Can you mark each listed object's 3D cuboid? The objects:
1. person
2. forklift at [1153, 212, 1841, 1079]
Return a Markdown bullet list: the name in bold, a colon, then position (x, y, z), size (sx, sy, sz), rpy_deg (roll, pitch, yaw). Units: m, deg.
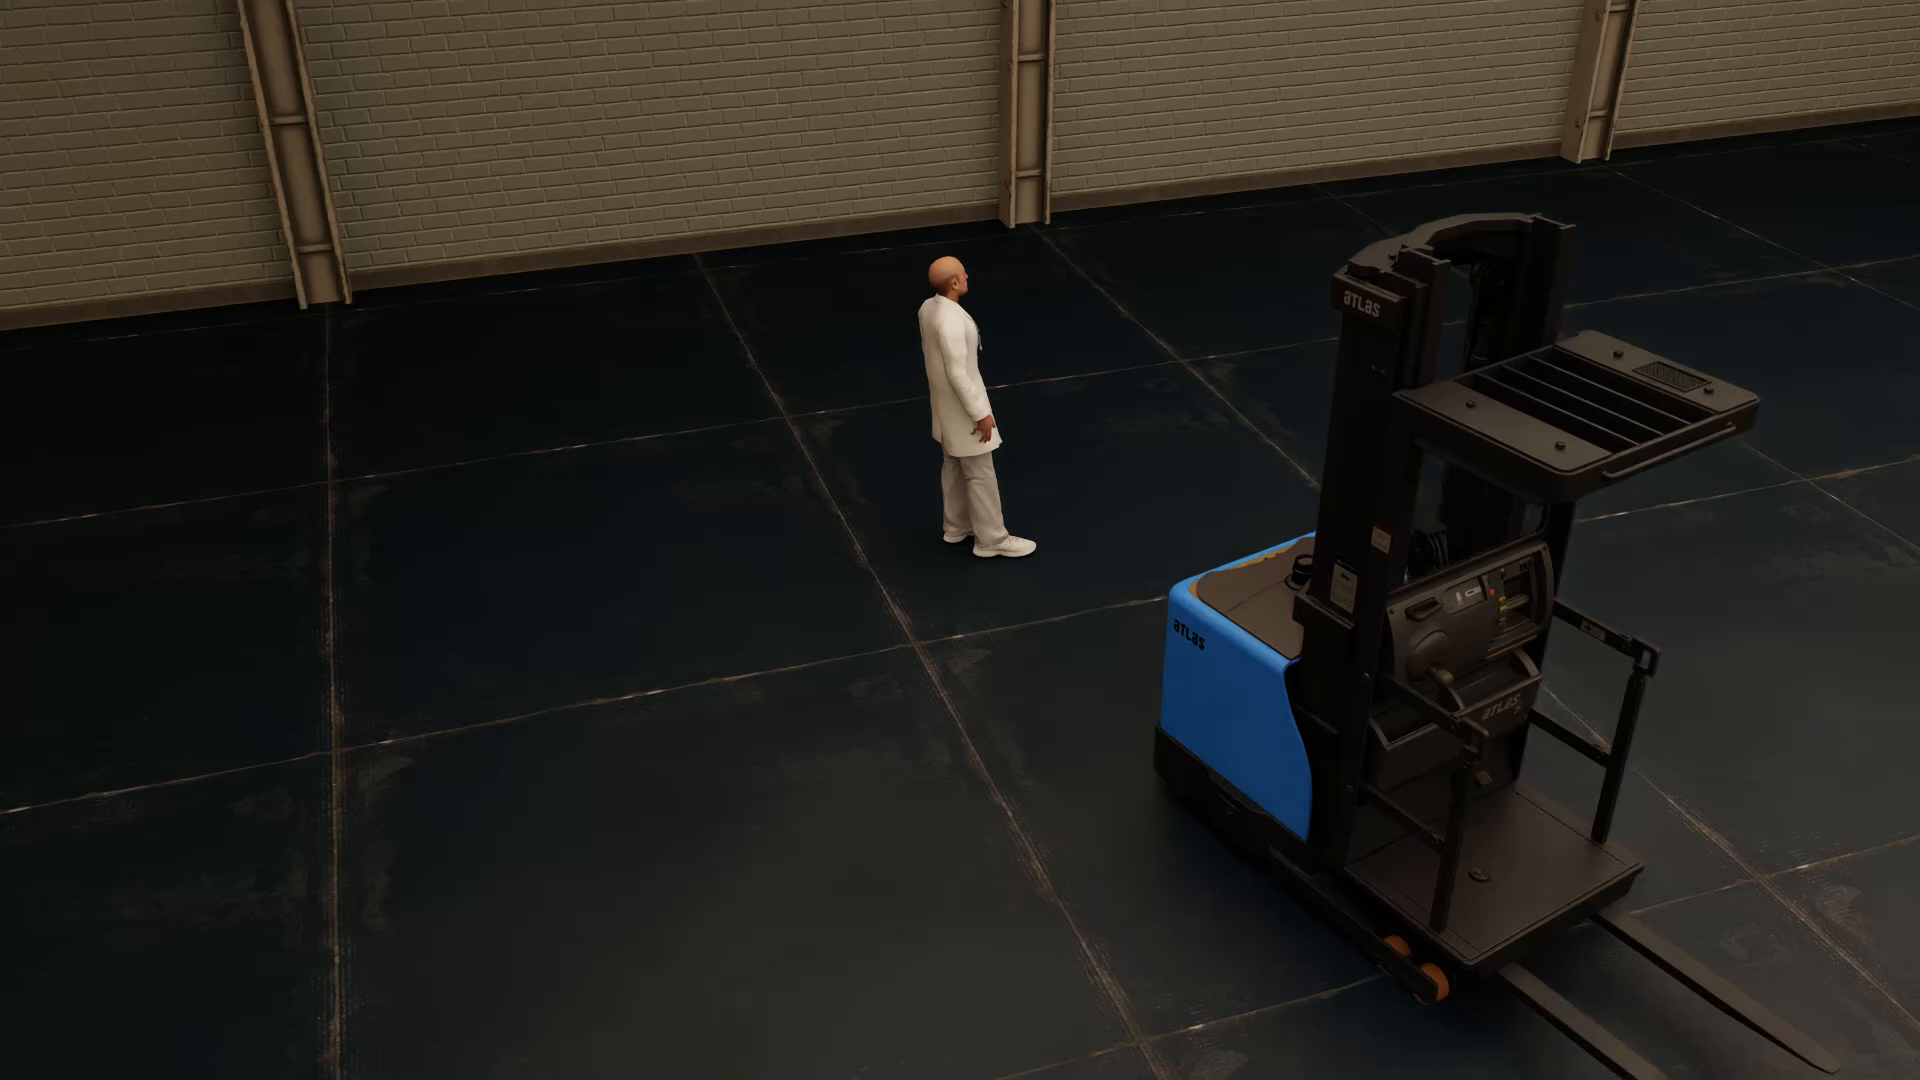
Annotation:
- **person**: position (0.087, -0.789, 9.600), size (0.581, 1.776, 0.696), rpy_deg (-10, 31, -16)
- **forklift**: position (2.162, 0.343, 6.491), size (1.130, 2.935, 3.031), rpy_deg (-18, 35, -29)
